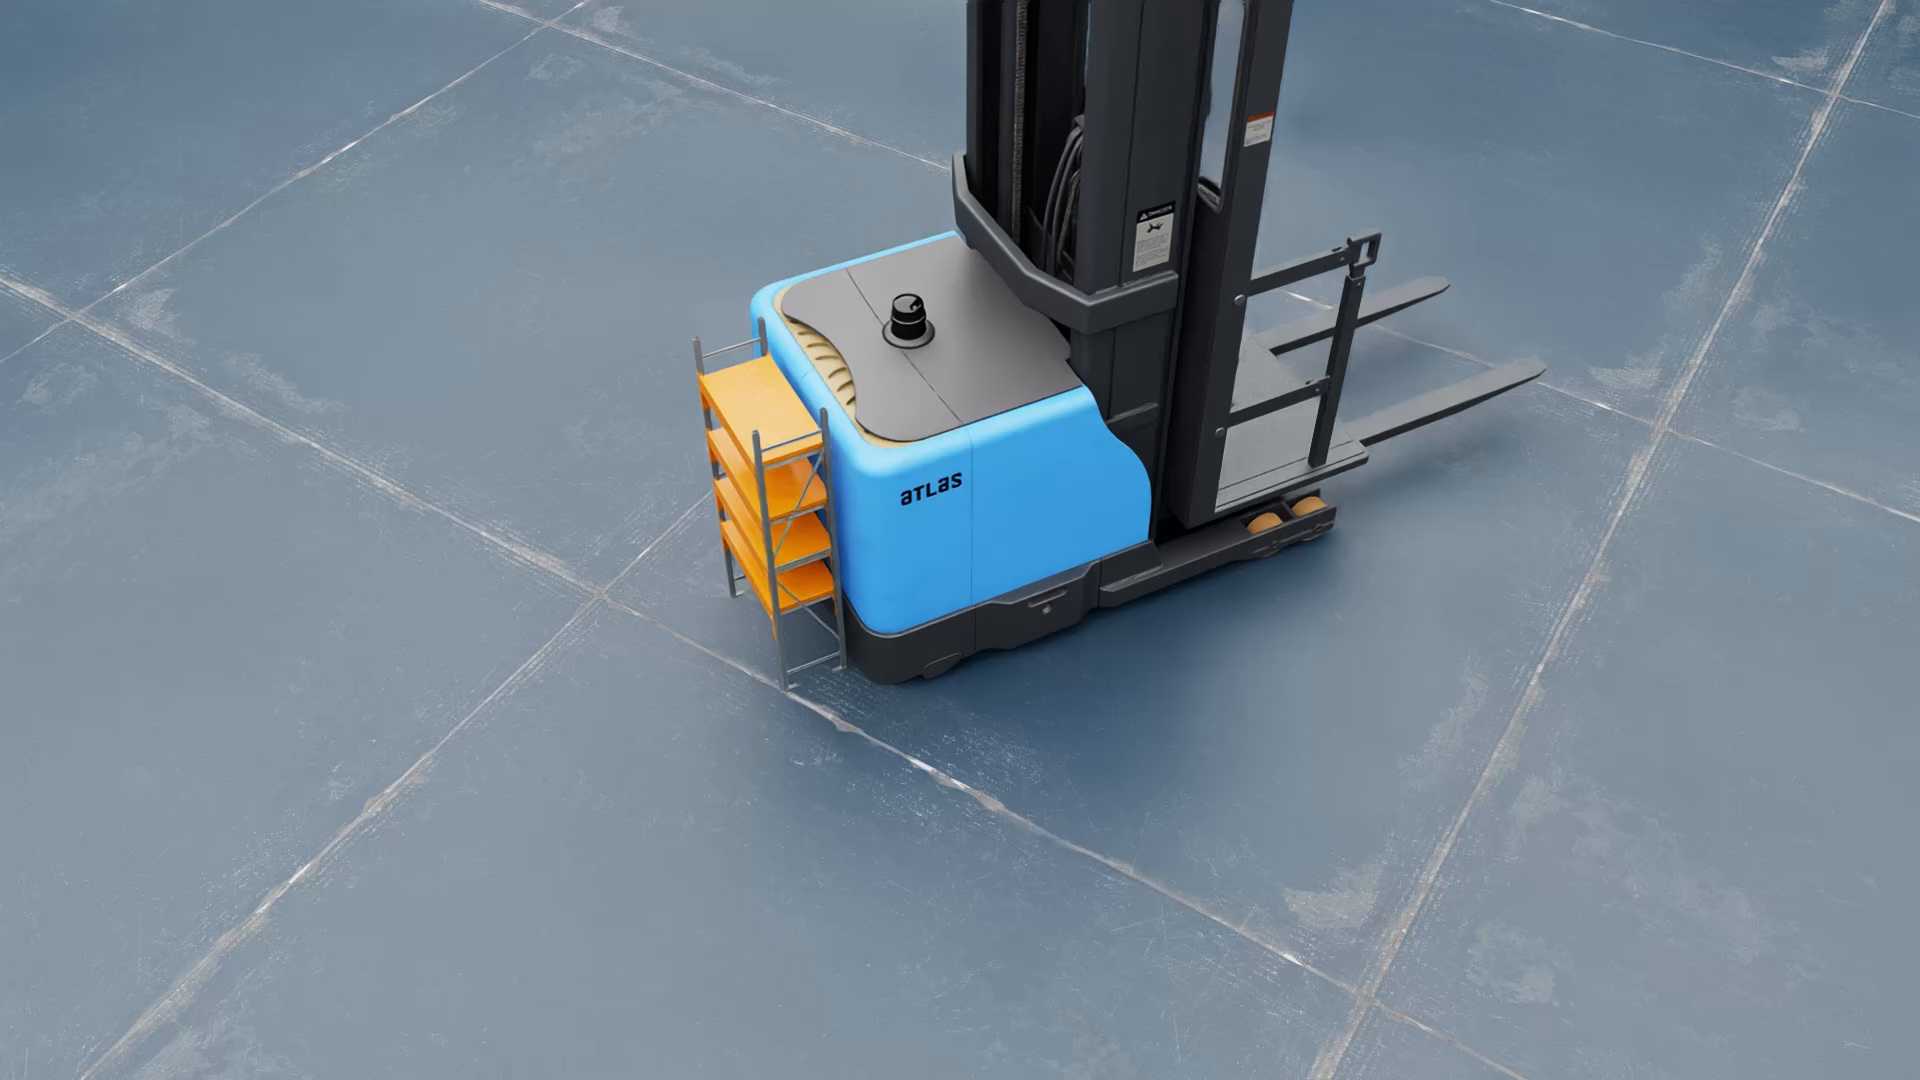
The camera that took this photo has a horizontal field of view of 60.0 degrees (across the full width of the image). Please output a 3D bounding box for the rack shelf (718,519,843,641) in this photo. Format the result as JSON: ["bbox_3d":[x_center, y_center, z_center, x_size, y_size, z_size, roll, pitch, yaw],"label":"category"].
[{"bbox_3d":[-0.616,0.093,5.694,0.258,0.148,0.480,-20,49,-19],"label":"rack shelf"}]

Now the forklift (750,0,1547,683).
[{"bbox_3d":[0.833,-1.279,5.449,3.031,2.935,1.130,-20,49,-18],"label":"forklift"}]

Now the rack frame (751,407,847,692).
[{"bbox_3d":[-0.504,0.063,5.352,0.240,1.200,0.015,-20,49,-19],"label":"rack frame"}]

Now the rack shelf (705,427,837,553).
[{"bbox_3d":[-0.616,-0.202,5.391,0.258,0.148,0.480,-20,49,-19],"label":"rack shelf"}]

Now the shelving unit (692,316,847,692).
[{"bbox_3d":[-0.616,-0.093,5.503,0.258,1.200,0.503,-20,49,-19],"label":"shelving unit"}]

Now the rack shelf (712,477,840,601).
[{"bbox_3d":[-0.616,-0.046,5.552,0.258,0.148,0.480,-20,49,-19],"label":"rack shelf"}]

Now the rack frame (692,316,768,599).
[{"bbox_3d":[-0.727,-0.248,5.655,0.240,1.200,0.015,-20,49,-19],"label":"rack frame"}]

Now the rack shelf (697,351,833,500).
[{"bbox_3d":[-0.616,-0.367,5.222,0.258,0.148,0.480,-20,49,-19],"label":"rack shelf"}]
